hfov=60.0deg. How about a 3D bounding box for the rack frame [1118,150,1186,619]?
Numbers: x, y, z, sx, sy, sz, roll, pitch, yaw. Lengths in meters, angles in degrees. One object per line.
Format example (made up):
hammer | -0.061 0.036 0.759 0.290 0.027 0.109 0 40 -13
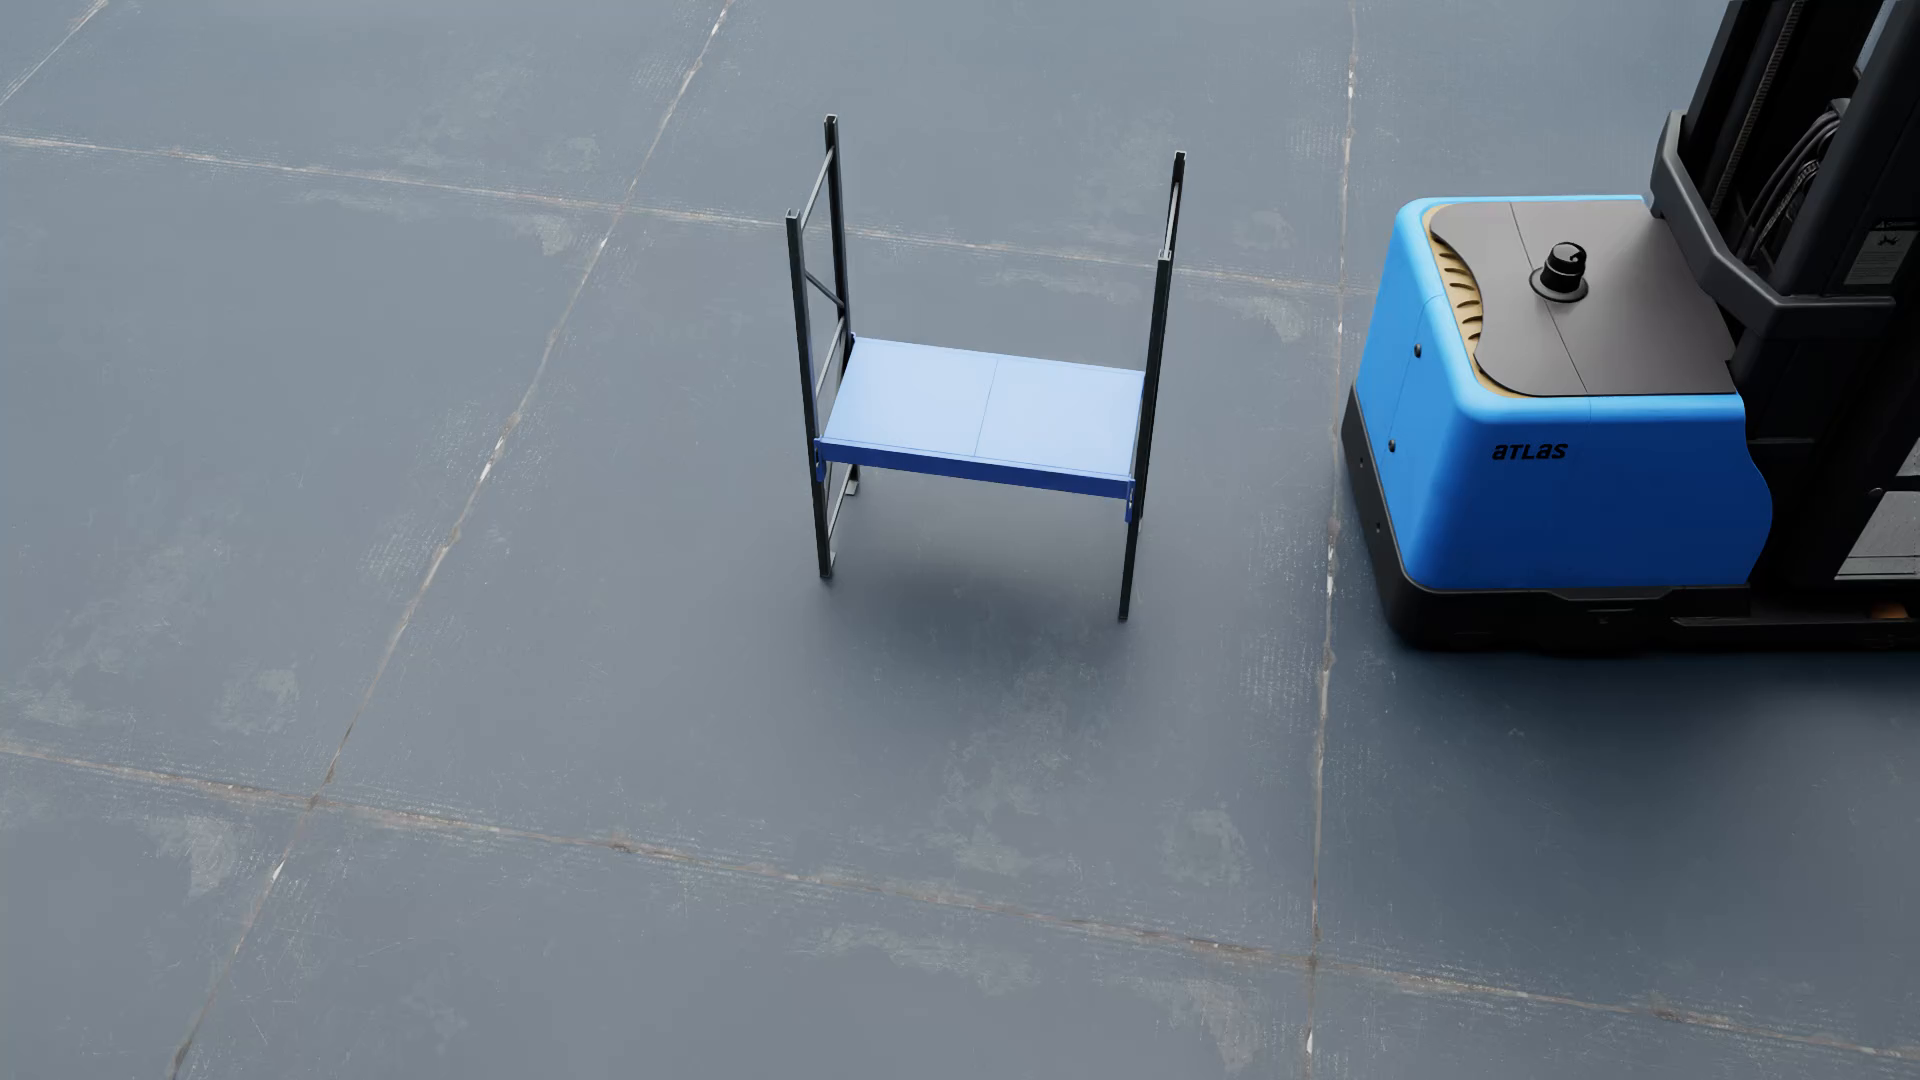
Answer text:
rack frame | 0.584 -0.423 5.122 0.032 1.500 0.500 8 49 7

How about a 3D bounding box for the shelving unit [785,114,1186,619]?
shelving unit | 0.084 -0.490 5.182 1.048 1.500 0.538 8 49 7

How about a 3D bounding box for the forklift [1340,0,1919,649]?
forklift | 2.897 -1.022 4.697 3.031 2.935 1.130 -1 48 -1

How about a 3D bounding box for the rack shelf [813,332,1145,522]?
rack shelf | 0.084 -0.370 5.316 1.000 0.185 0.538 8 49 7

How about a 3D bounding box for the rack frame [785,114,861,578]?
rack frame | -0.416 -0.557 5.242 0.032 1.500 0.500 8 49 7
